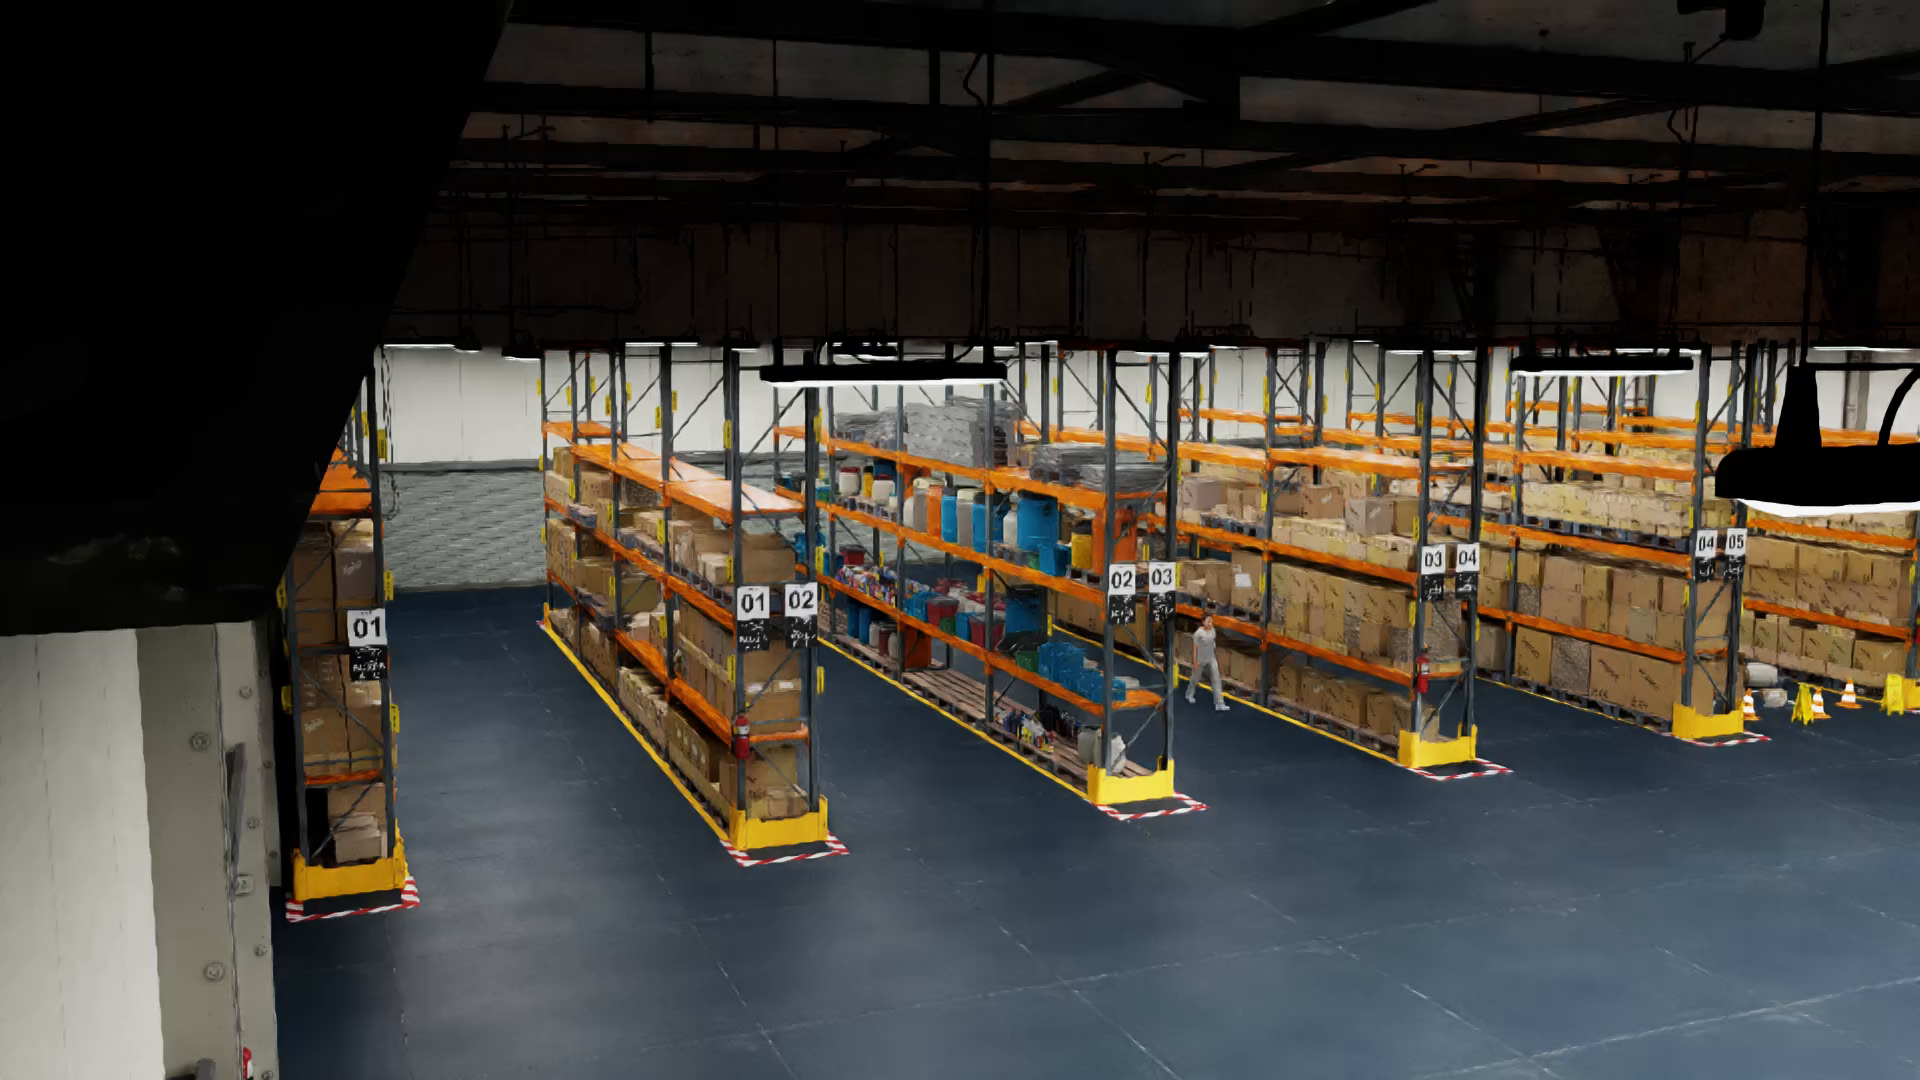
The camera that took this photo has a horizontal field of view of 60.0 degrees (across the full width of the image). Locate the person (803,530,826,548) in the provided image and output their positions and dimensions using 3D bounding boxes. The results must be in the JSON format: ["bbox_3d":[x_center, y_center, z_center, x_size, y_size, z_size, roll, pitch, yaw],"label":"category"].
[{"bbox_3d":[-3.493,0.327,39.663,0.589,1.716,1.043,-3,8,-23],"label":"person"}]

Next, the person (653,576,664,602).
[{"bbox_3d":[-6.239,1.046,34.355,0.497,1.658,0.682,-3,8,-24],"label":"person"}]

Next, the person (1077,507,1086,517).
[{"bbox_3d":[3.188,0.021,42.744,0.533,1.527,0.601,5,9,36],"label":"person"}]

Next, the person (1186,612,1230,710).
[{"bbox_3d":[4.040,1.965,27.410,0.447,1.588,1.095,-2,8,-18],"label":"person"}]
